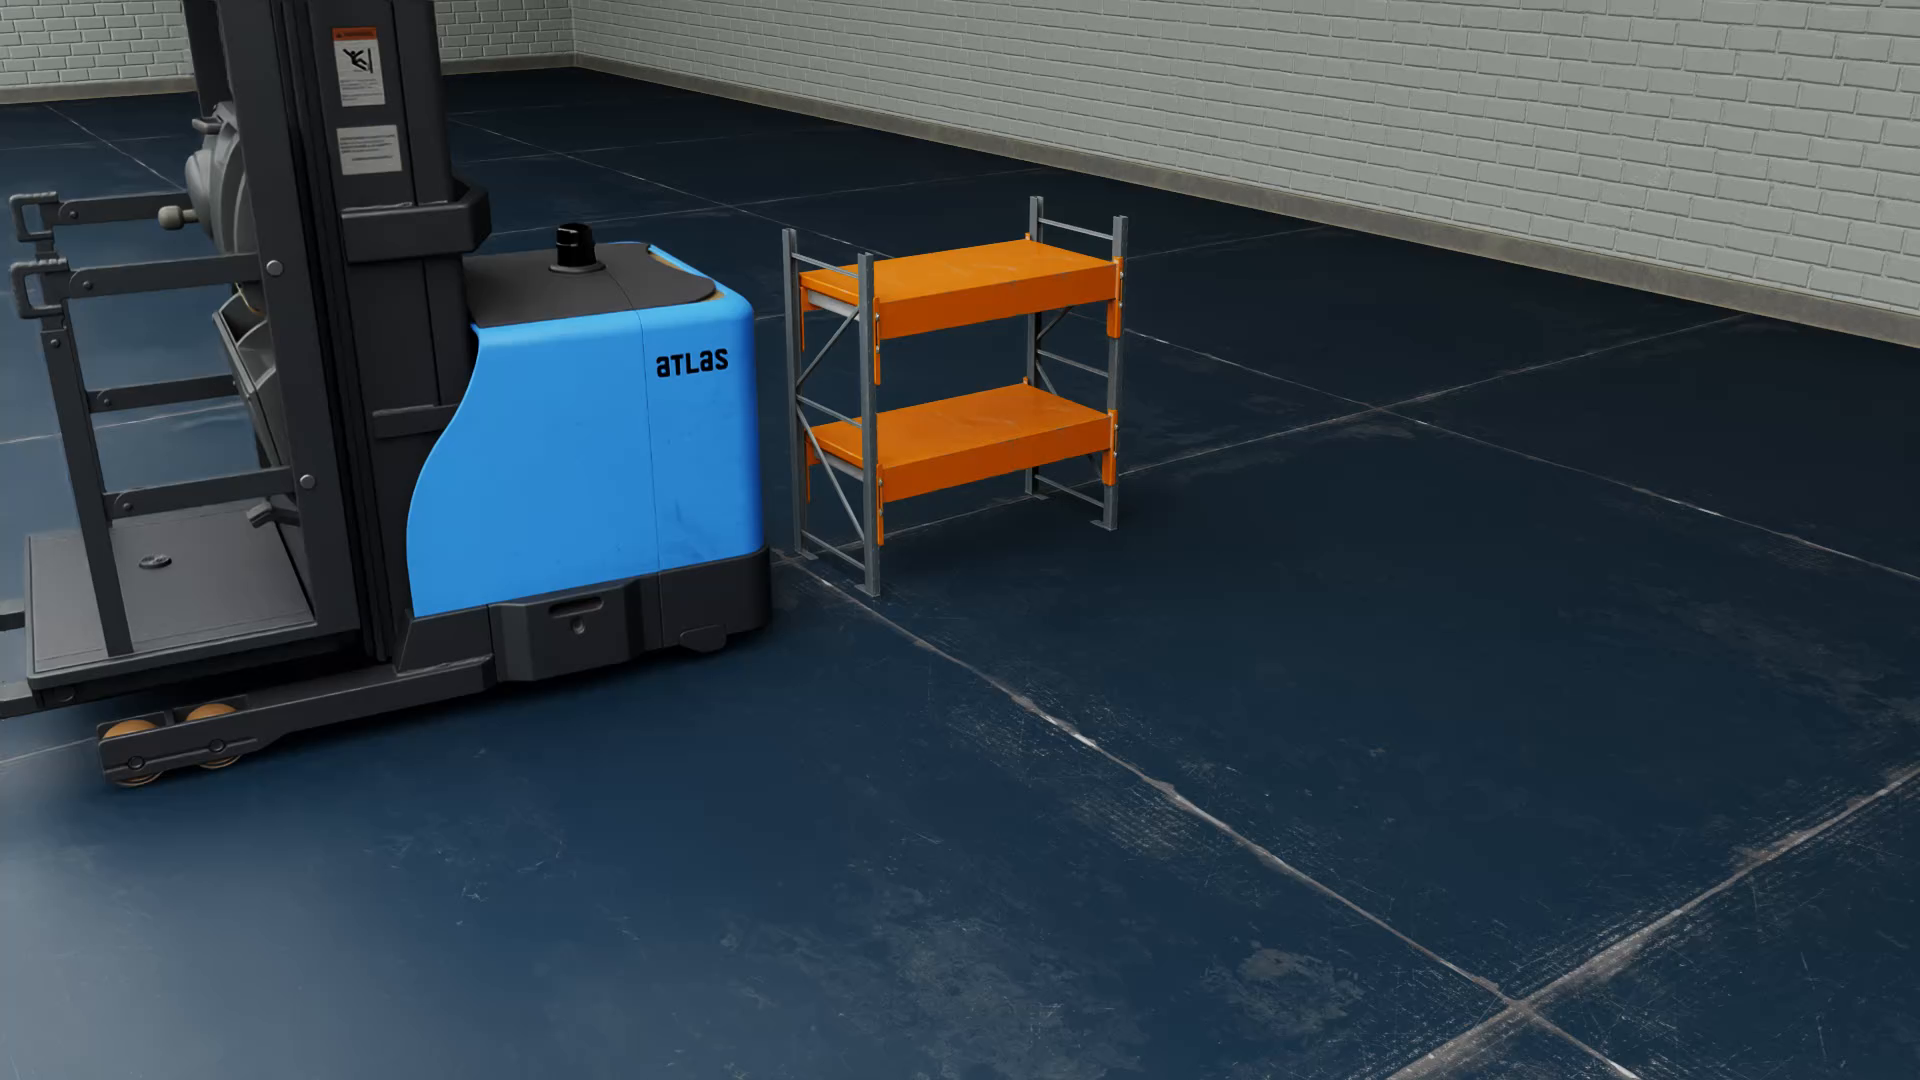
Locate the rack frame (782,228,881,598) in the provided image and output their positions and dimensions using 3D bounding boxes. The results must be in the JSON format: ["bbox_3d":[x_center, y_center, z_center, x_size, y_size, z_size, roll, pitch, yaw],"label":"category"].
[{"bbox_3d":[-0.418,-0.411,5.408,0.032,1.125,0.500,-15,26,-33],"label":"rack frame"}]

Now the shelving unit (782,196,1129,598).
[{"bbox_3d":[-0.005,-0.521,5.684,1.048,1.125,0.538,-15,26,-33],"label":"shelving unit"}]

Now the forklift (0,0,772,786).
[{"bbox_3d":[-2.123,-0.948,4.318,3.031,2.935,1.130,-11,24,-26],"label":"forklift"}]

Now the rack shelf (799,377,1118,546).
[{"bbox_3d":[-0.005,-0.294,5.775,1.000,0.278,0.538,-15,26,-33],"label":"rack shelf"}]

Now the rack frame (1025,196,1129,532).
[{"bbox_3d":[0.407,-0.631,5.960,0.032,1.125,0.500,-15,26,-33],"label":"rack frame"}]

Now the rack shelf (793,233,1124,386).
[{"bbox_3d":[-0.005,-0.793,5.576,1.000,0.278,0.538,-15,26,-33],"label":"rack shelf"}]
